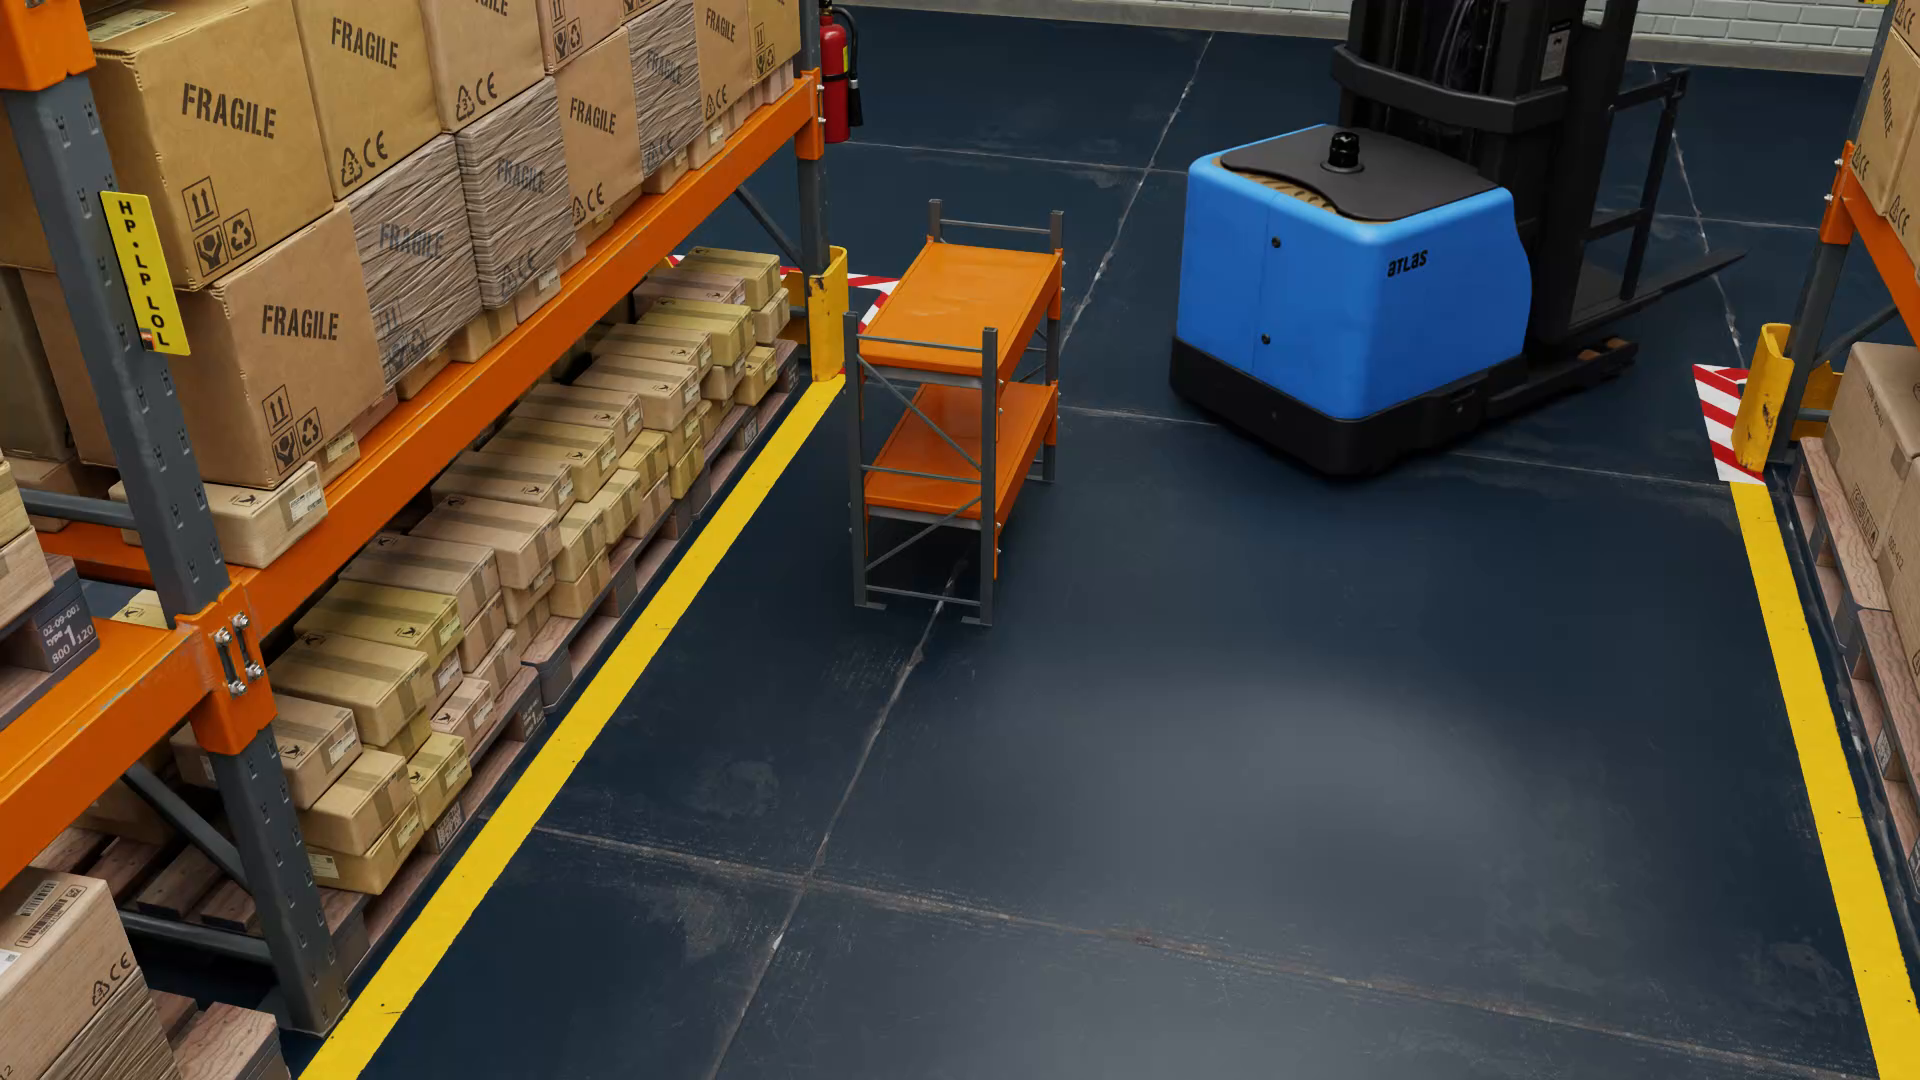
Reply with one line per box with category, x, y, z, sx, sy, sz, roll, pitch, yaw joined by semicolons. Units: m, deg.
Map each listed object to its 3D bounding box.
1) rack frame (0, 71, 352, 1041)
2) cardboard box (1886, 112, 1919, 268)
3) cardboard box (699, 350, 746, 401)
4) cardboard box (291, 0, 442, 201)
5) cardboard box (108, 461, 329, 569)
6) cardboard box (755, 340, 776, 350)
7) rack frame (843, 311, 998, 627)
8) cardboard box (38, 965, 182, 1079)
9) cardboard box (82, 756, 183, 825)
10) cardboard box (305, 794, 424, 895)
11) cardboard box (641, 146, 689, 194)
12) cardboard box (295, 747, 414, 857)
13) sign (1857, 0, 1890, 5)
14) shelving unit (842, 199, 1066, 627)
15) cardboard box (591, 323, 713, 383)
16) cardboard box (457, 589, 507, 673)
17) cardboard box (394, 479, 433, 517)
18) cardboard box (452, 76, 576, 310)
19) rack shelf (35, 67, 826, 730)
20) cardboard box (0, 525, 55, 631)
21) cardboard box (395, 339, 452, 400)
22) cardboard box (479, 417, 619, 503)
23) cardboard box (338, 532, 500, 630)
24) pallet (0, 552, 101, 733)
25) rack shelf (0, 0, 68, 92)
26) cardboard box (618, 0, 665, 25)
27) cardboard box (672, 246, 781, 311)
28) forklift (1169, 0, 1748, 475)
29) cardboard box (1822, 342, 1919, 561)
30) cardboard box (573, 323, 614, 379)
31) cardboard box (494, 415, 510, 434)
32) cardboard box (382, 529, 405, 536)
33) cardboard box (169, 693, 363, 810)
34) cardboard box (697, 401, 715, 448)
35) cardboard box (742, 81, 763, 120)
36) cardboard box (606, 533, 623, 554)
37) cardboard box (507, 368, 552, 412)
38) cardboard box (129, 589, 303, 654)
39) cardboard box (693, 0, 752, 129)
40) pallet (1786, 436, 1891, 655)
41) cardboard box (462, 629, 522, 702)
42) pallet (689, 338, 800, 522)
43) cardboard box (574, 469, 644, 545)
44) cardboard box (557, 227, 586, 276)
rack frame;-2.088;-0.089;3.595;1.000;3.000;0.127;8;33;12
cardboard box;3.240;-1.110;5.106;0.500;0.500;0.500;8;33;12
cardboard box;-1.061;-0.682;6.516;0.380;0.149;0.250;7;33;10
cardboard box;-1.621;-1.151;3.962;0.500;0.500;0.500;7;33;11
cardboard box;-1.700;-0.086;3.823;0.380;0.149;0.250;9;34;14
cardboard box;-1.005;-0.838;7.038;0.380;0.149;0.250;9;33;13
rack frame;-0.127;-0.214;5.539;0.500;1.125;0.032;8;33;12
cardboard box;-2.032;1.207;3.495;0.500;0.500;0.500;7;33;11
cardboard box;-2.316;0.604;4.492;0.380;0.149;0.250;9;33;13
cardboard box;-1.685;0.791;4.475;0.380;0.149;0.250;7;33;10
cardboard box;-1.168;-1.327;5.776;0.380;0.149;0.250;7;33;10
cardboard box;-1.686;0.666;4.395;0.380;0.149;0.250;10;34;15
sign;3.205;-2.021;5.753;0.100;0.325;0.005;8;33;12
shelving unit;0.002;-0.478;5.954;0.538;1.125;1.048;8;33;12
cardboard box;-1.151;-0.681;6.237;0.380;0.149;0.250;7;33;10
cardboard box;-1.611;0.252;5.047;0.380;0.149;0.250;6;33;10
cardboard box;-1.990;-0.222;5.514;0.380;0.149;0.250;7;33;11
cardboard box;-1.437;-0.994;4.647;0.500;0.500;0.500;7;33;11
rack shelf;-1.580;-0.824;5.420;1.077;0.370;4.000;8;33;12
cardboard box;-1.997;0.072;3.183;0.380;0.149;0.250;7;33;11
cardboard box;-1.614;-0.516;4.499;0.380;0.149;0.250;7;33;10
cardboard box;-1.379;-0.273;5.594;0.380;0.149;0.250;8;33;13
cardboard box;-1.612;0.124;4.971;0.380;0.149;0.250;7;33;11
pallet;-2.423;0.368;3.054;1.003;0.211;1.213;8;33;12
rack shelf;-2.596;-0.014;1.350;1.077;0.370;4.000;8;33;12
cardboard box;-1.200;-1.950;5.218;0.500;0.500;0.500;10;34;15
cardboard box;-0.962;-1.081;6.866;0.380;0.149;0.250;8;33;13
forklift;2.391;-2.111;6.839;3.031;2.935;1.130;-21;38;-30
cardboard box;3.670;-0.284;5.897;0.875;0.438;0.875;7;33;11
cardboard box;-1.555;-0.754;6.629;0.380;0.149;0.250;8;33;13
cardboard box;-1.729;-0.339;5.976;0.380;0.149;0.250;10;34;15
cardboard box;-2.004;0.069;5.334;0.380;0.149;0.250;9;33;14
cardboard box;-1.800;0.535;4.324;0.380;0.149;0.250;9;34;14
cardboard box;-1.172;-0.435;6.405;0.380;0.149;0.250;8;33;13
cardboard box;-0.982;-1.728;6.406;0.380;0.149;0.250;8;33;12
cardboard box;-1.402;-0.034;5.774;0.380;0.149;0.250;9;34;14
cardboard box;-1.738;-0.609;6.124;0.380;0.149;0.250;9;34;14
cardboard box;-2.167;0.197;4.855;0.380;0.149;0.250;8;33;12
cardboard box;-1.074;-1.798;5.912;0.500;0.500;0.500;7;33;12
pallet;3.613;0.059;5.961;1.003;0.211;1.213;8;33;12
cardboard box;-1.588;0.379;5.124;0.380;0.149;0.250;7;33;11
pallet;-1.333;-0.532;6.890;1.003;0.211;1.213;8;33;12
cardboard box;-1.306;-0.135;5.654;0.380;0.149;0.250;8;33;13
cardboard box;-1.389;-0.921;5.137;0.380;0.149;0.250;9;34;14
